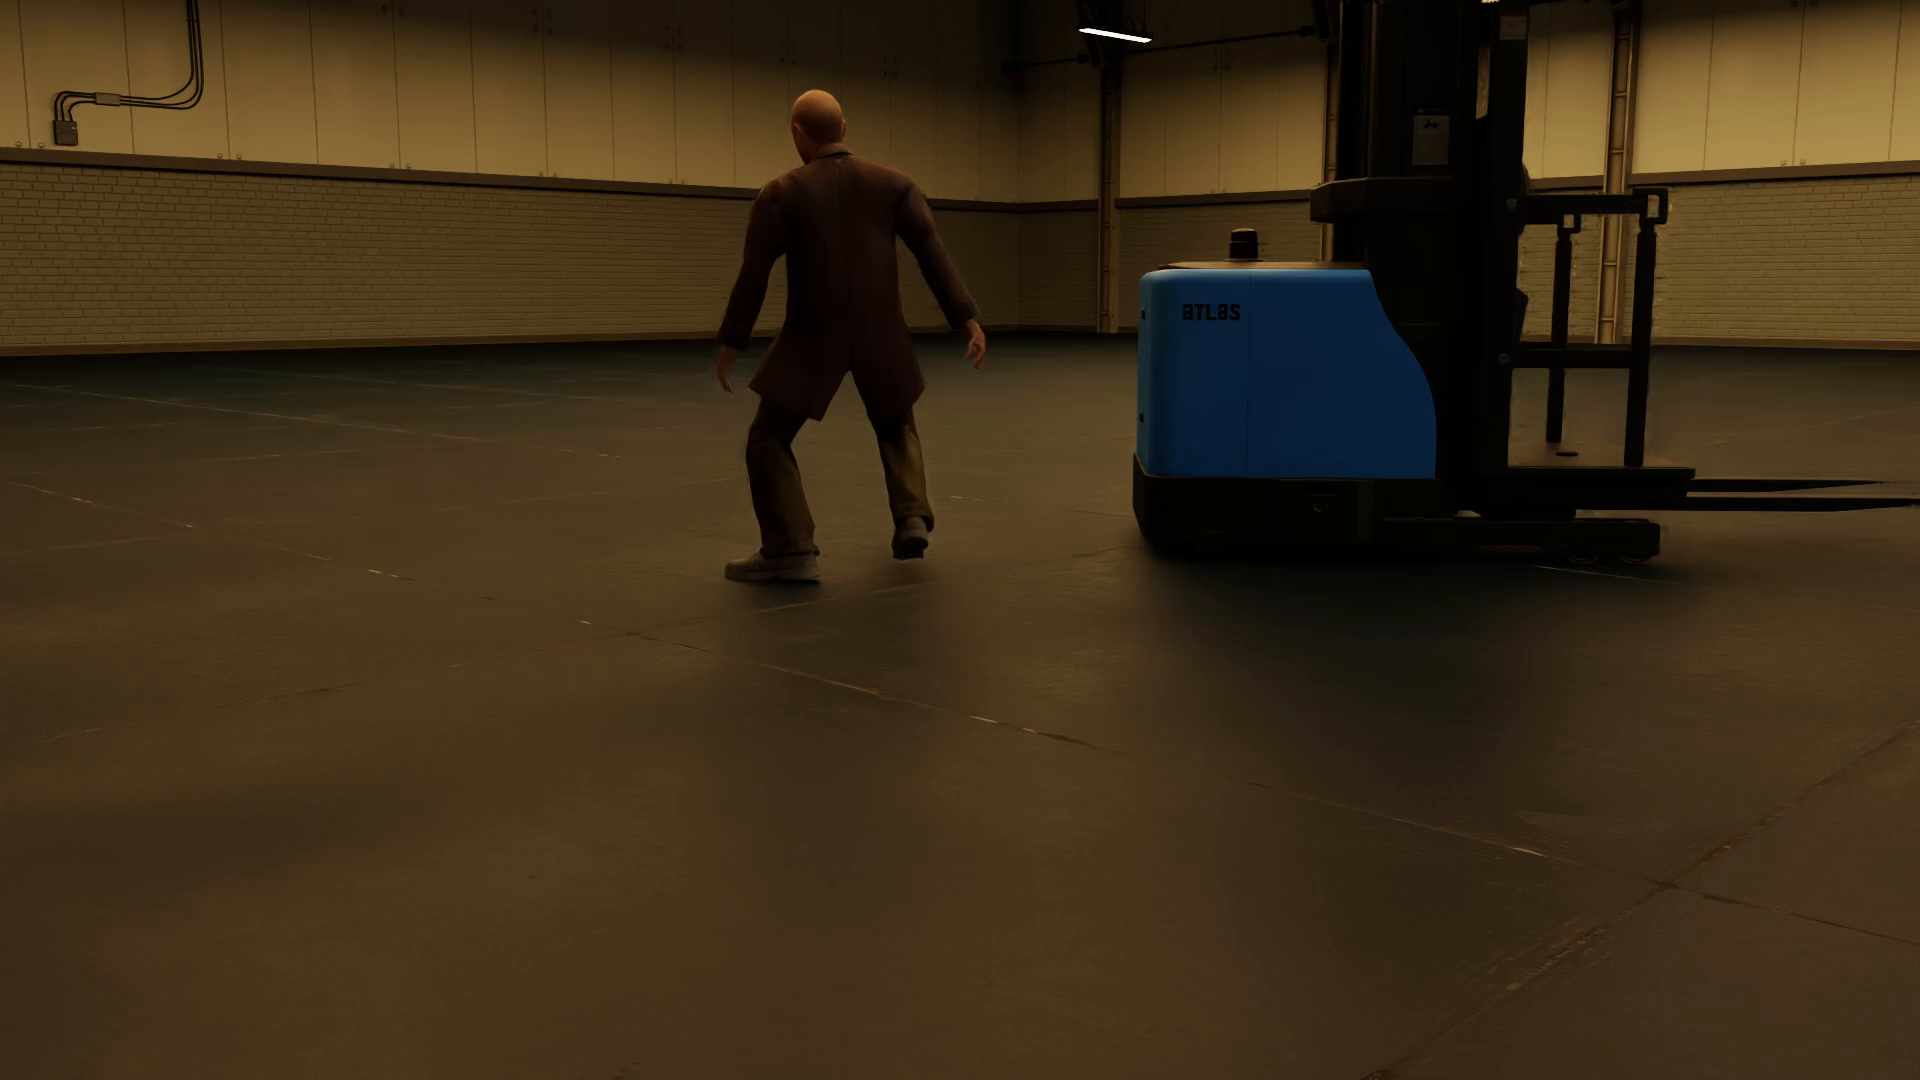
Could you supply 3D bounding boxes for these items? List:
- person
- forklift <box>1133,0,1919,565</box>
[{"bbox_3d":[-0.385,-0.715,5.854,0.939,1.687,0.577,-2,9,-12],"label":"person"},{"bbox_3d":[2.231,-1.439,6.432,3.031,2.935,1.130,0,9,3],"label":"forklift"}]
